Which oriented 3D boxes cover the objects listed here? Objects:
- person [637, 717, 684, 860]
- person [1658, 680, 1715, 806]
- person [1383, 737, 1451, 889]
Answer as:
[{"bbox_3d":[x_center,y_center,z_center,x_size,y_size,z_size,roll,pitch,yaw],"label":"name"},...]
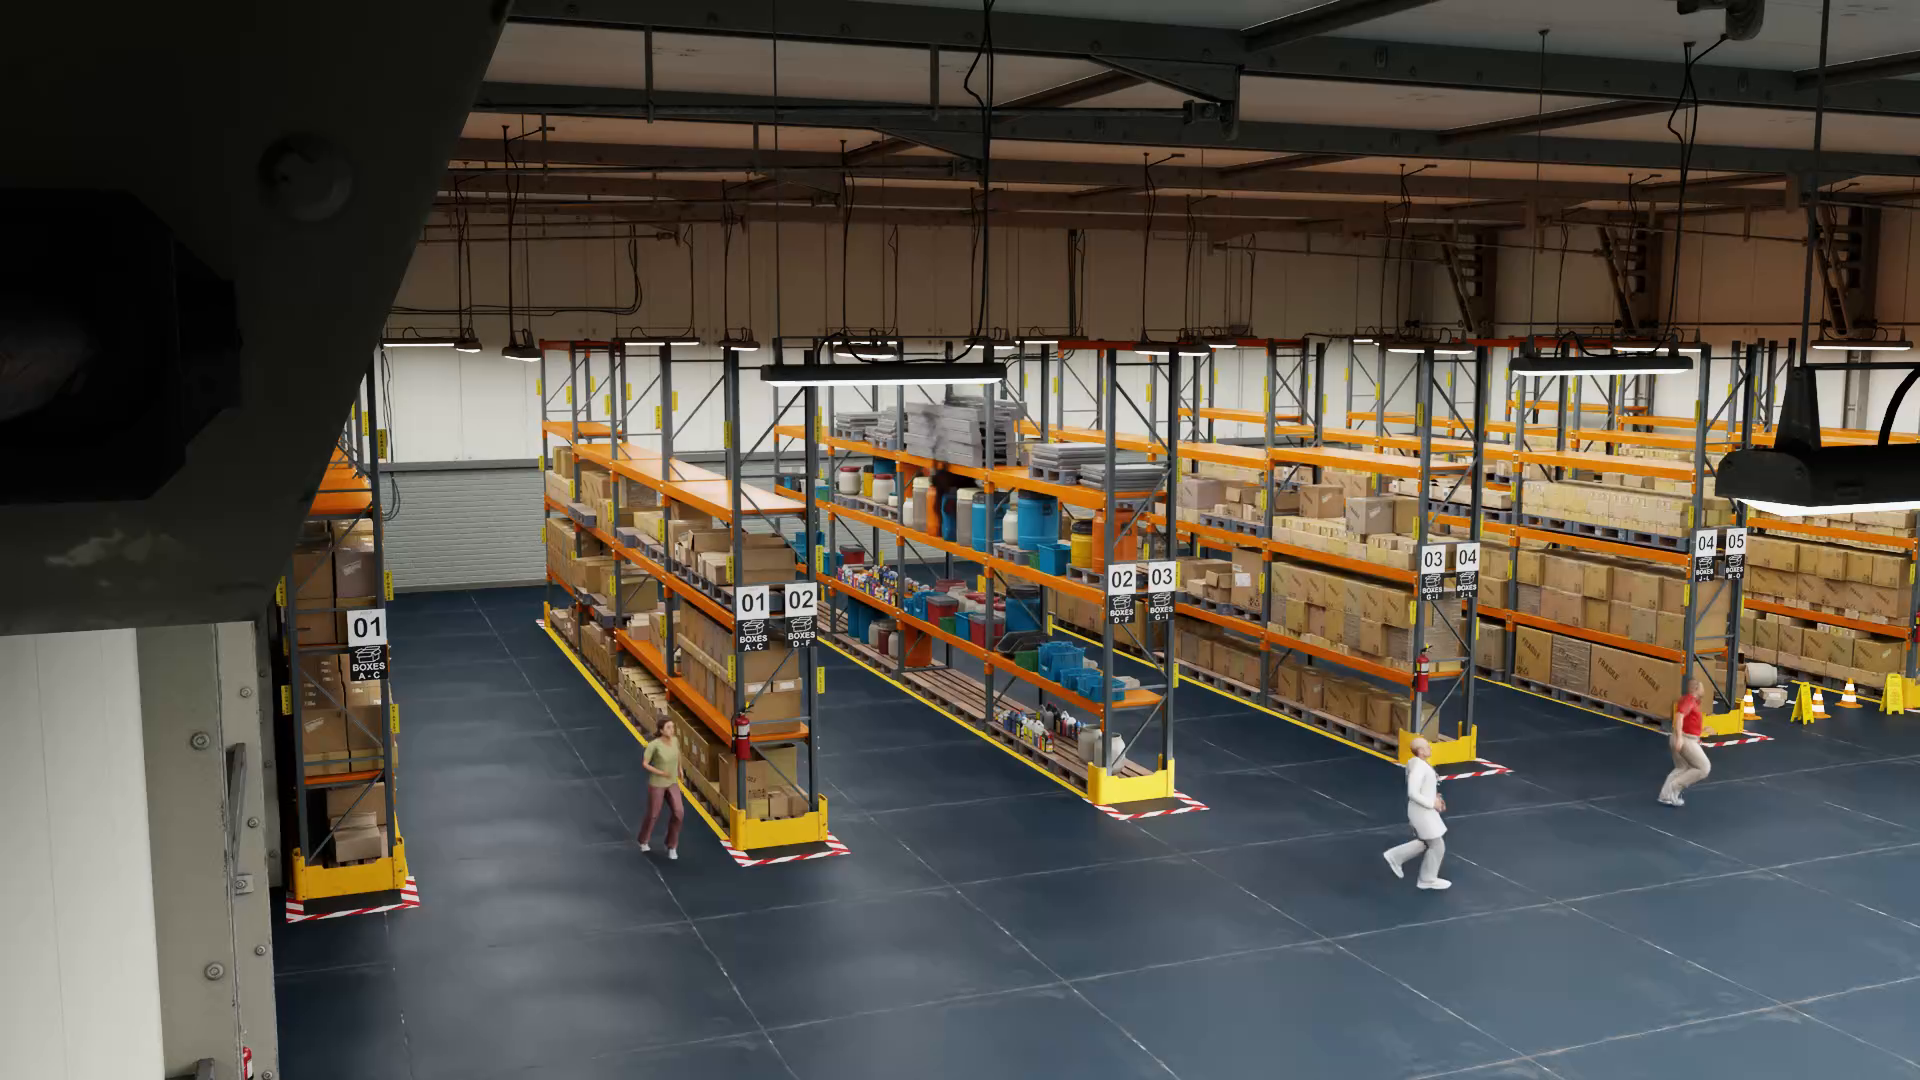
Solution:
[{"bbox_3d":[-3.531,2.954,19.847,0.622,1.737,0.645,-7,10,-41],"label":"person"},{"bbox_3d":[9.568,2.667,21.835,0.670,1.680,0.671,1,8,9],"label":"person"},{"bbox_3d":[5.142,3.059,18.612,0.754,1.734,0.705,1,7,8],"label":"person"}]
